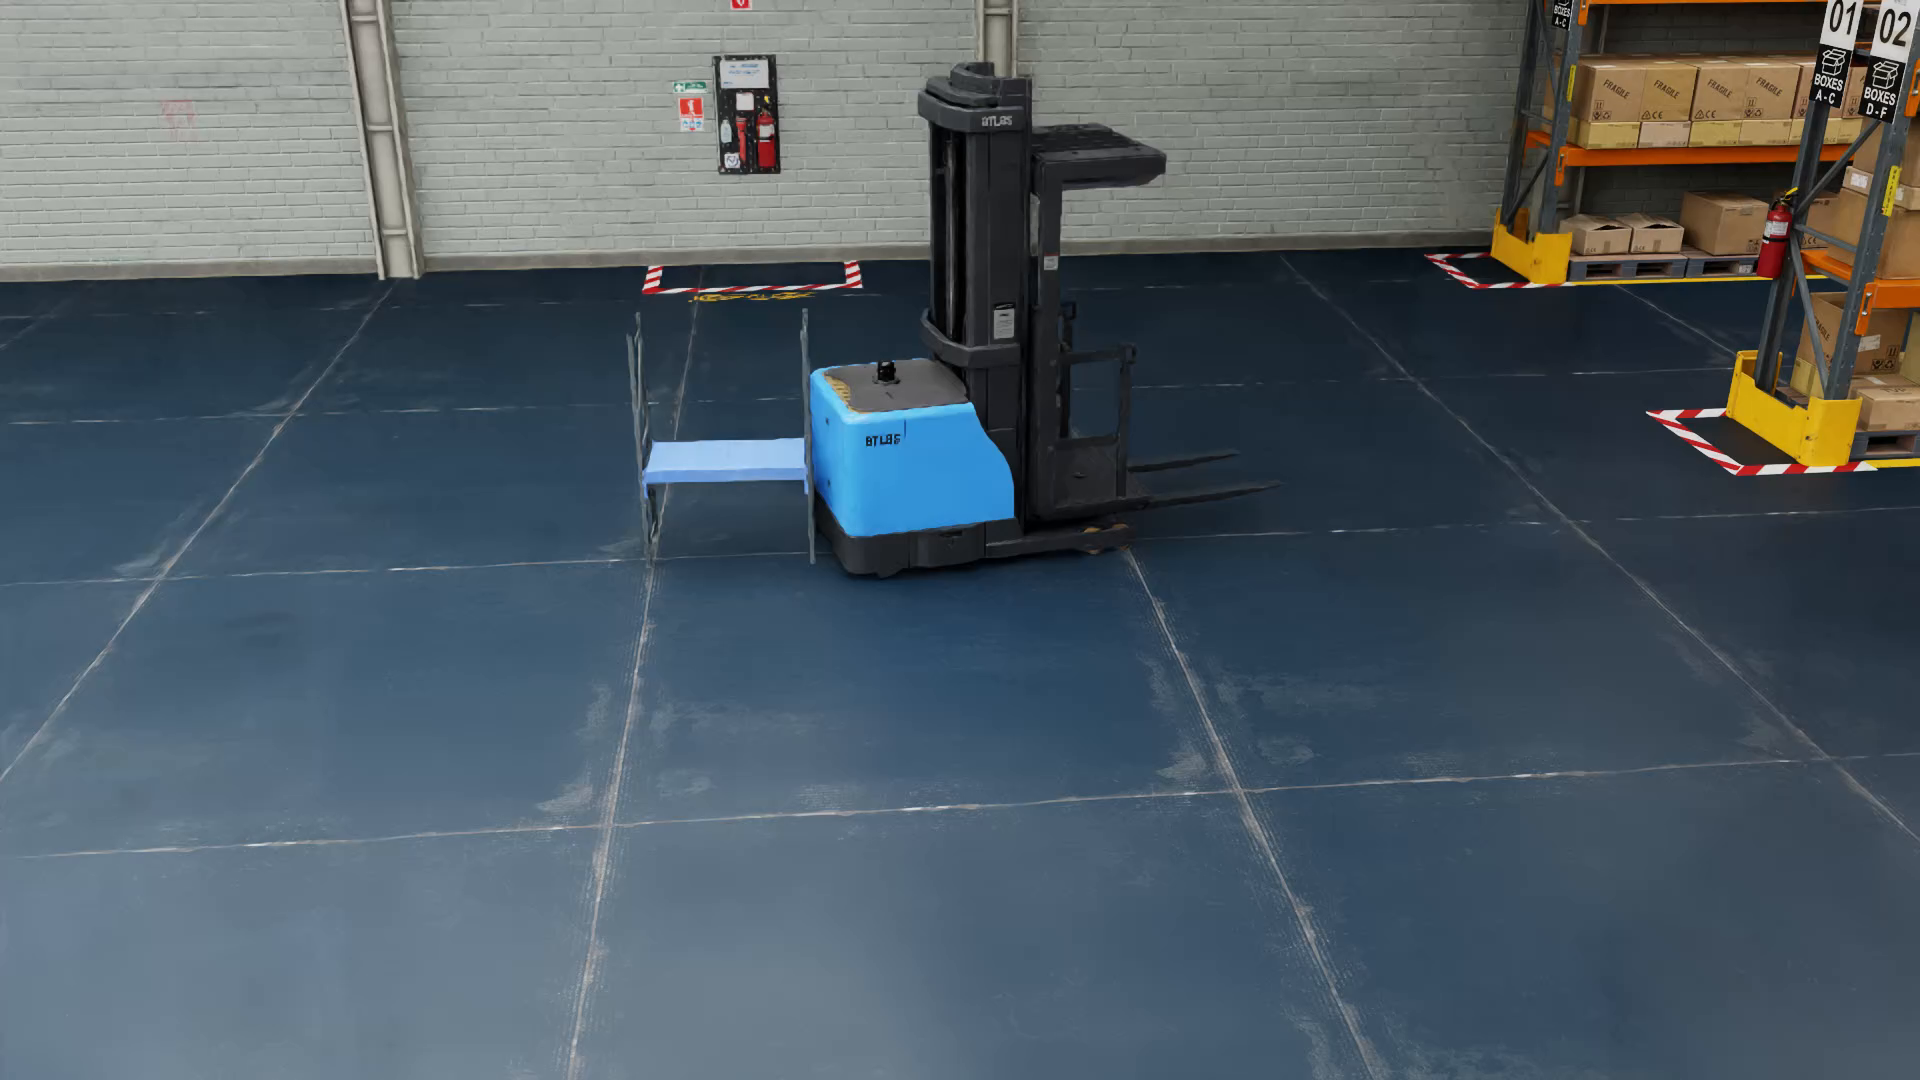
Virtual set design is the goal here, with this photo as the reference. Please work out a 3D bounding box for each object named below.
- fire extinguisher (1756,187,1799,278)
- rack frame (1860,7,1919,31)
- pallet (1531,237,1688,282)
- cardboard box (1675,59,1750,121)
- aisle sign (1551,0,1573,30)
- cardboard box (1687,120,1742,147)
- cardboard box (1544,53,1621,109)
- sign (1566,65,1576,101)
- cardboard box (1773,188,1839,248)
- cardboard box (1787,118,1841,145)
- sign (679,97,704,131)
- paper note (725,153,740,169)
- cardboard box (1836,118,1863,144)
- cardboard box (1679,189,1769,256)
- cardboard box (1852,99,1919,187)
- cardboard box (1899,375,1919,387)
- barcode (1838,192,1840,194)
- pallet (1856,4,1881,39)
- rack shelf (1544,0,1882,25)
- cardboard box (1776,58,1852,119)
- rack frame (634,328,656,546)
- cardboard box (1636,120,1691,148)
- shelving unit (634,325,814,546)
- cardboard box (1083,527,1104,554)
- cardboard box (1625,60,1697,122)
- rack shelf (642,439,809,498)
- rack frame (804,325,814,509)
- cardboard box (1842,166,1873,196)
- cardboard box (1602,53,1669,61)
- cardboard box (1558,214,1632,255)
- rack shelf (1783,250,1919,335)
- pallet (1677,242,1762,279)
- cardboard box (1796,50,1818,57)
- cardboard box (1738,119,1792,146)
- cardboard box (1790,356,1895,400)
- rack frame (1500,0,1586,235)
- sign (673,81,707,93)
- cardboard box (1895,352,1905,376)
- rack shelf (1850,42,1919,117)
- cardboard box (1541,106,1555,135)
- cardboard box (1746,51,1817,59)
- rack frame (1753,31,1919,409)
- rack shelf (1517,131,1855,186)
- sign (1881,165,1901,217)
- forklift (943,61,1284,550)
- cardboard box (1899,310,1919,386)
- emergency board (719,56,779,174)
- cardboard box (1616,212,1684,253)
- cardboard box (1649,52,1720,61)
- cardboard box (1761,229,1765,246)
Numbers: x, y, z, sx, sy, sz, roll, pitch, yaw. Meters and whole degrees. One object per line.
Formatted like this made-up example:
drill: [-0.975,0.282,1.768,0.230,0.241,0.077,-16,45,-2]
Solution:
fire extinguisher: [6.042,-2.284,12.291,0.183,0.674,0.296,-2,24,-5]
rack frame: [6.205,-4.878,10.645,0.127,3.000,1.000,-2,24,-5]
pallet: [6.602,-2.886,16.982,1.213,0.211,1.003,-2,24,-5]
cardboard box: [7.227,-4.353,16.088,0.500,0.500,0.500,-3,24,-7]
aisle sign: [5.672,-5.202,15.561,0.004,0.787,0.394,-2,24,-5]
cardboard box: [7.254,-4.015,16.249,0.500,0.250,0.500,-3,24,-6]
cardboard box: [6.162,-4.527,16.478,0.500,0.500,0.500,-3,24,-6]
sign: [5.768,-4.315,15.699,0.005,0.325,0.100,-2,24,-5]
cardboard box: [8.666,-3.299,17.016,0.500,0.500,0.500,-4,24,-9]
cardboard box: [8.258,-4.055,16.339,0.500,0.250,0.500,-2,24,-5]
sign: [-2.668,-4.229,16.528,0.234,0.329,0.001,-2,24,-5]
paper note: [-2.291,-3.812,16.717,0.142,0.148,0.016,-2,24,-5]
cardboard box: [8.757,-4.081,16.398,0.500,0.250,0.500,-2,24,-5]
cardboard box: [7.714,-3.220,16.838,0.500,0.500,0.700,-4,24,-8]
cardboard box: [6.723,-2.791,11.615,0.500,0.500,0.700,-2,24,-5]
cardboard box: [7.258,-1.025,12.231,0.500,0.250,0.500,-2,24,-5]
barcode: [9.134,-3.579,17.250,0.075,0.075,0.001,-2,24,-5]
pallet: [6.911,-3.485,11.312,1.213,0.211,1.003,-2,24,-5]
rack shelf: [7.705,-5.260,16.085,4.000,0.370,1.077,-2,24,-5]
cardboard box: [8.256,-4.400,16.192,0.500,0.500,0.500,-3,24,-7]
rack frame: [-1.954,-0.608,10.272,0.013,1.308,0.475,-2,24,-4]
cardboard box: [6.746,-3.997,16.209,0.500,0.250,0.500,-3,24,-7]
shelving unit: [-1.447,-0.623,10.306,1.030,1.308,0.538,-2,24,-4]
cardboard box: [0.845,0.003,10.550,0.178,0.156,0.153,-3,24,-6]
cardboard box: [6.712,-4.335,16.047,0.500,0.500,0.500,-2,24,-5]
rack shelf: [-1.447,-0.459,10.379,1.000,0.185,0.538,-2,24,-4]
rack frame: [-0.940,-0.637,10.337,0.013,1.308,0.475,-2,24,-4]
cardboard box: [6.566,-2.571,11.919,0.250,0.149,0.380,-3,24,-6]
cardboard box: [6.664,-4.543,16.514,0.500,0.500,0.500,-2,24,-4]
cardboard box: [6.412,-3.102,16.805,0.500,0.311,0.500,-5,24,-11]
rack shelf: [8.195,-1.888,12.189,4.000,0.370,1.077,-2,24,-5]
pallet: [7.813,-2.933,17.089,1.213,0.211,1.003,-2,24,-5]
cardboard box: [8.692,-4.628,16.706,0.500,0.500,0.500,-2,24,-5]
cardboard box: [7.757,-4.034,16.293,0.500,0.250,0.500,-2,24,-5]
cardboard box: [6.710,-1.213,12.654,0.500,0.250,0.500,-2,24,-5]
rack frame: [5.714,-4.139,16.368,0.127,3.000,1.000,-2,24,-5]
sign: [-2.663,-4.468,16.413,0.331,0.109,0.001,-2,24,-5]
cardboard box: [7.206,-1.238,12.709,0.500,0.250,0.500,-2,24,-5]
rack shelf: [8.195,-3.258,11.580,4.000,0.370,1.077,-2,24,-5]
cardboard box: [6.160,-4.176,16.613,0.500,0.250,0.500,-2,24,-4]
cardboard box: [8.195,-4.610,16.666,0.500,0.500,0.500,-2,24,-4]
rack frame: [6.205,-2.136,11.864,0.127,3.000,1.000,-2,24,-5]
rack shelf: [7.705,-3.890,16.694,4.000,0.370,1.077,-2,24,-5]
sign: [6.253,-2.344,11.166,0.005,0.325,0.100,-2,24,-5]
forklift: [0.610,-1.445,10.392,3.031,2.935,1.121,-7,25,-16]
cardboard box: [7.258,-1.367,12.077,0.500,0.500,0.500,-2,24,-5]
emergency board: [-2.104,-4.193,16.491,0.636,1.158,0.192,-2,24,-5]
cardboard box: [6.979,-3.125,16.856,0.500,0.311,0.500,0,24,-1]
cardboard box: [15.270,0.065,5.669,13.577,0.889,26.022,-3,24,-7]
cardboard box: [8.101,-3.141,17.092,0.250,0.149,0.380,-4,24,-9]
